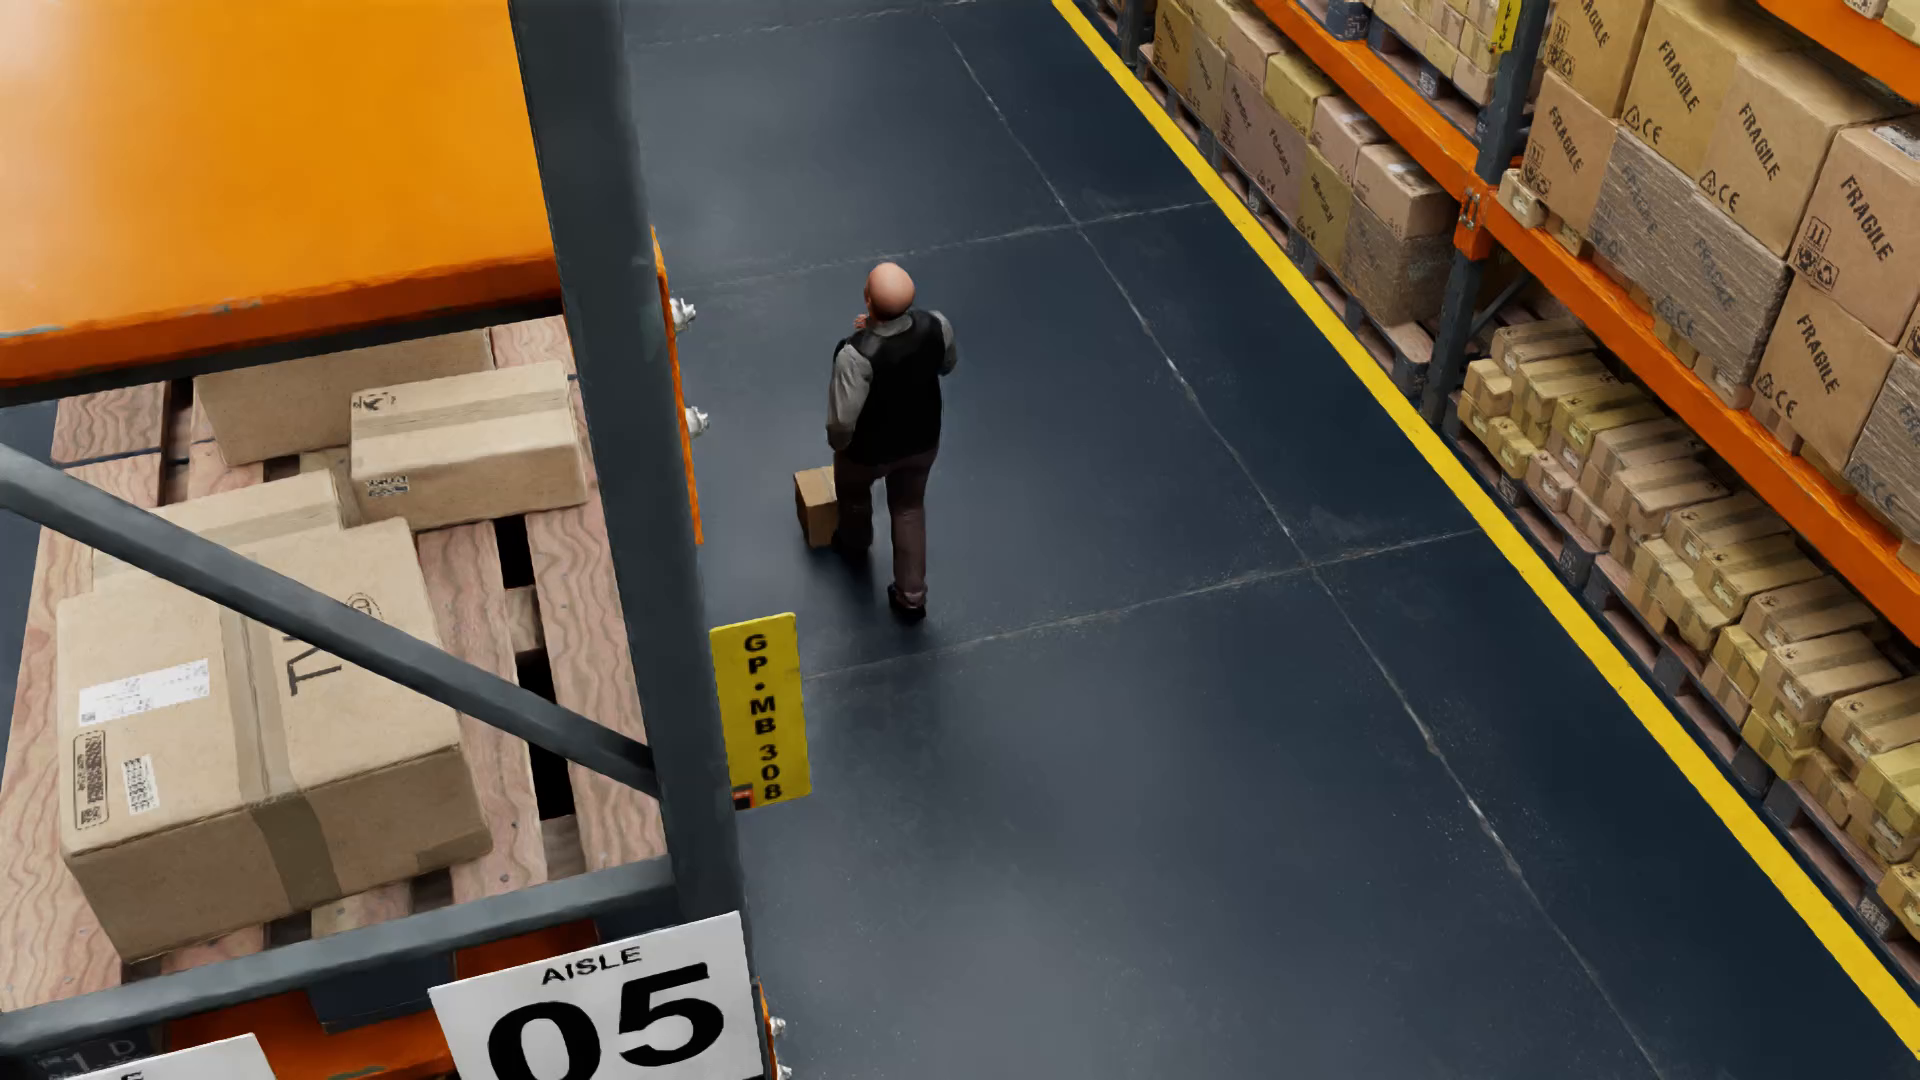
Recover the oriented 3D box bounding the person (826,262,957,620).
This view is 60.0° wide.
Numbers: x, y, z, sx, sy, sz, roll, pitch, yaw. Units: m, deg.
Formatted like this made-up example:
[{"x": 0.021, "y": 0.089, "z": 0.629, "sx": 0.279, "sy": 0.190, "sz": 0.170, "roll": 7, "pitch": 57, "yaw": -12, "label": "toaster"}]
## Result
[{"x": -0.330, "y": -0.467, "z": 6.706, "sx": 0.618, "sy": 1.702, "sz": 0.843, "roll": -14, "pitch": 44, "yaw": -15, "label": "person"}]
